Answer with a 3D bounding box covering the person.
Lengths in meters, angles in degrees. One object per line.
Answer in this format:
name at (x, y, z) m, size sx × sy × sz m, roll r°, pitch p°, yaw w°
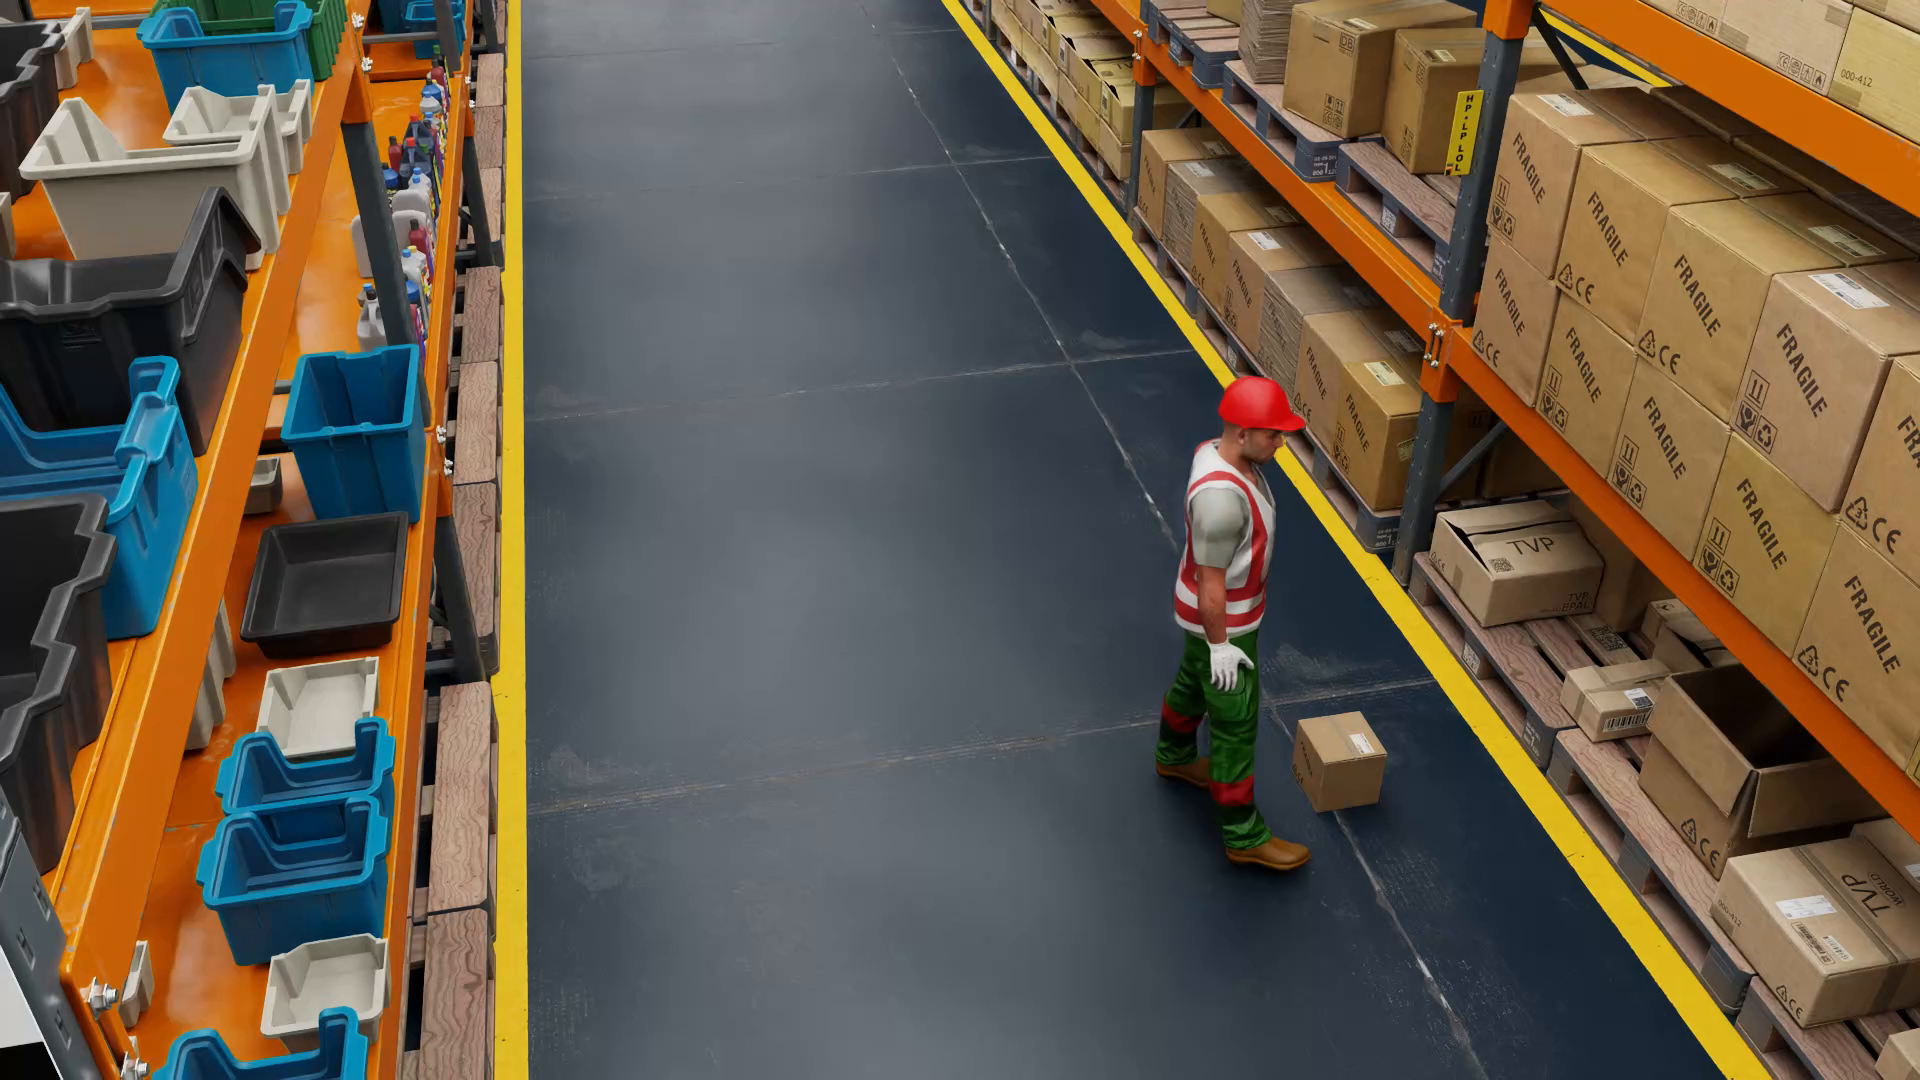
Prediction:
person at (1.002, 0.277, 5.700) m, size 0.608 × 1.777 × 0.606 m, roll 7°, pitch 35°, yaw 10°
